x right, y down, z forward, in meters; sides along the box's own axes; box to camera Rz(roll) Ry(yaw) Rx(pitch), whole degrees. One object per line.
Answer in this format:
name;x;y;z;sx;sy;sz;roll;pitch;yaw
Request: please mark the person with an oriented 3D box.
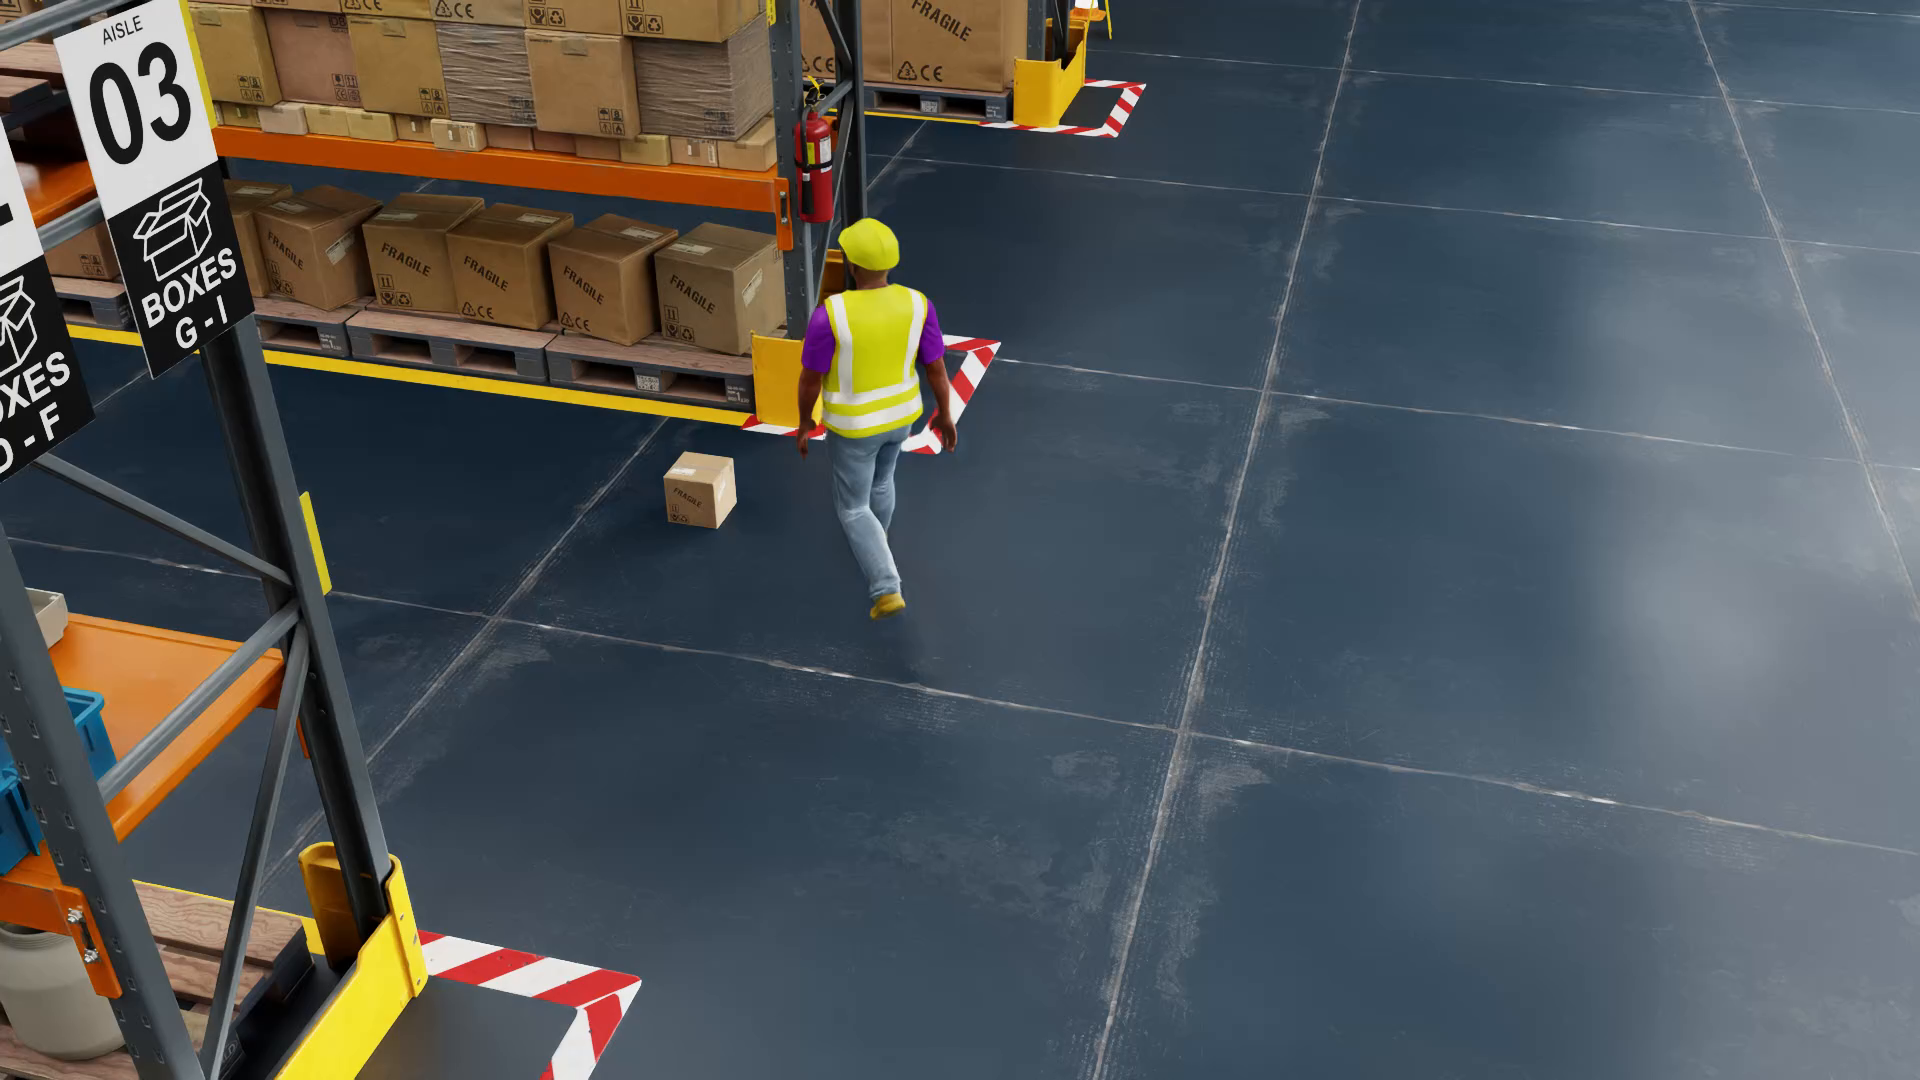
person;-0.344;-0.511;6.922;0.660;1.739;0.930;-15;35;-22
